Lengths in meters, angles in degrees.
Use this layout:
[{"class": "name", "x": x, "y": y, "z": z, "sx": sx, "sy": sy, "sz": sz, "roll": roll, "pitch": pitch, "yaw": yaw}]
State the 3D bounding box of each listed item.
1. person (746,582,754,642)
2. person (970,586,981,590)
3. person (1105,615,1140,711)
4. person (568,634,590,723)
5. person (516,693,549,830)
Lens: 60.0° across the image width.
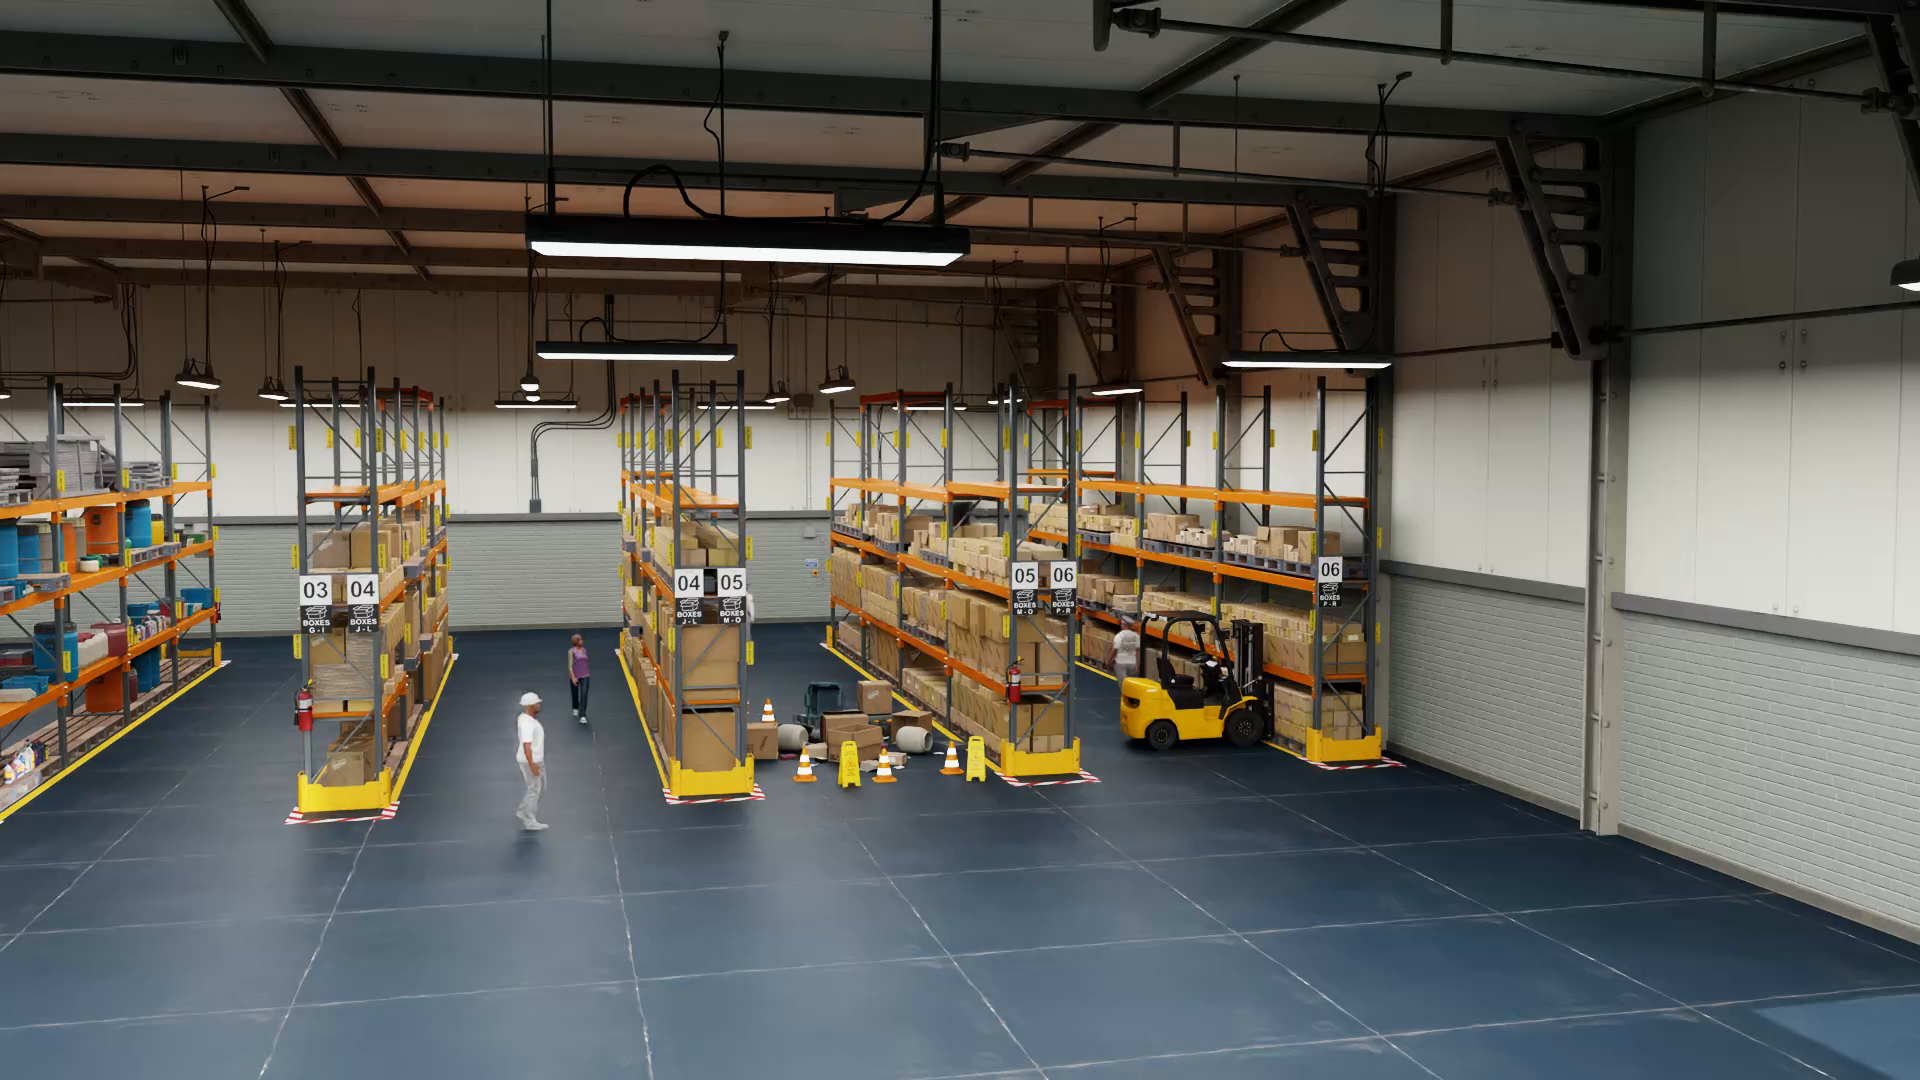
[{"class": "person", "x": -5.088, "y": 1.817, "z": 39.254, "sx": 0.552, "sy": 1.694, "sz": 0.334, "roll": 3, "pitch": 5, "yaw": 43}, {"class": "person", "x": 0.571, "y": 1.521, "z": 43.376, "sx": 0.612, "sy": 1.722, "sz": 1.104, "roll": 0, "pitch": 3, "yaw": 0}, {"class": "person", "x": 3.022, "y": 2.294, "z": 30.637, "sx": 0.577, "sy": 1.812, "sz": 0.687, "roll": -1, "pitch": 4, "yaw": -24}, {"class": "person", "x": -6.793, "y": 2.449, "z": 29.641, "sx": 0.392, "sy": 1.552, "sz": 0.823, "roll": -1, "pitch": 4, "yaw": -15}, {"class": "person", "x": -5.550, "y": 2.847, "z": 21.474, "sx": 0.492, "sy": 1.765, "sz": 0.639, "roll": 0, "pitch": 3, "yaw": -1}]
